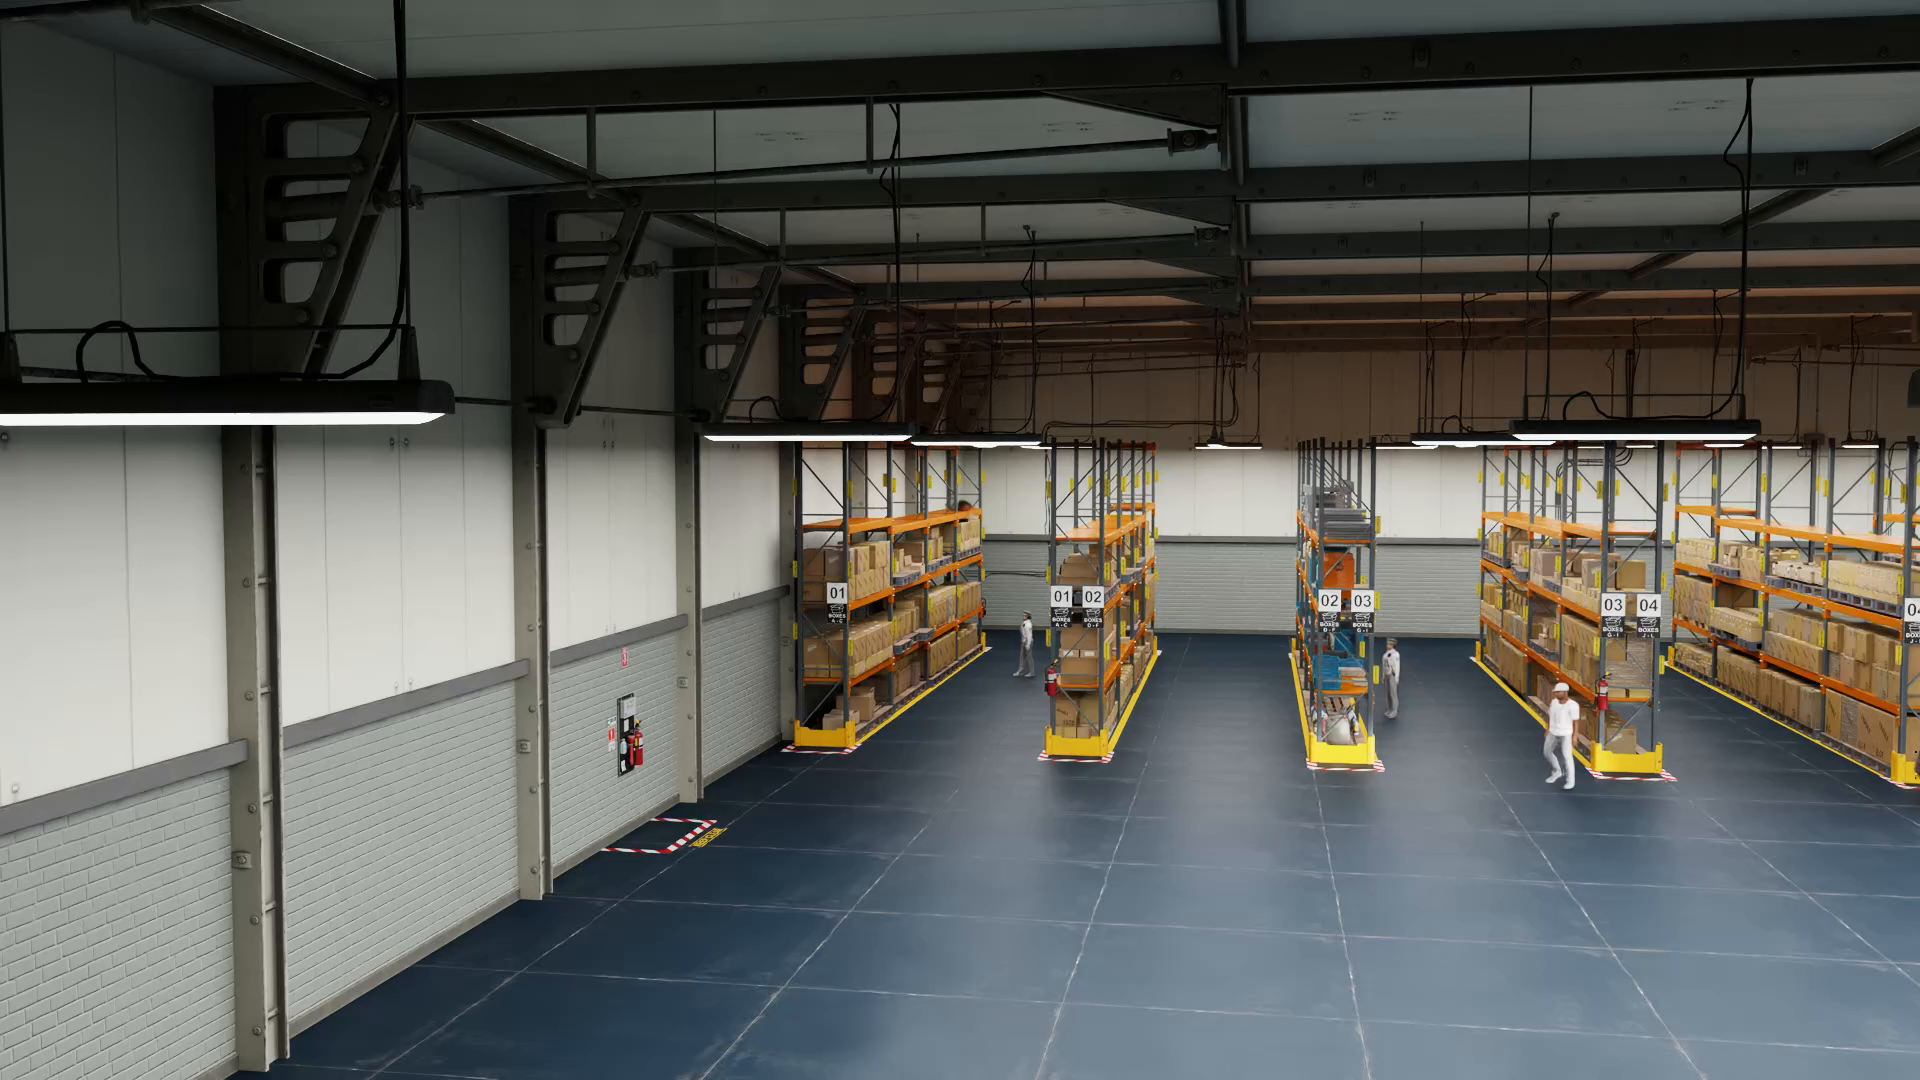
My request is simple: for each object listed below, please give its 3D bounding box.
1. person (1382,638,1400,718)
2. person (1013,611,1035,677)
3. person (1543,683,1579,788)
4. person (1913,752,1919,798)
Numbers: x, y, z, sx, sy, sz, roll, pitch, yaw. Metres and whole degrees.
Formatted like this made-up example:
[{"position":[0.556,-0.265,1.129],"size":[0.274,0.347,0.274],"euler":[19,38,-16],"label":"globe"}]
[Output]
[{"position":[9.331,2.976,36.073],"size":[0.406,1.700,0.585],"euler":[-1,3,-14],"label":"person"},{"position":[1.636,2.649,42.415],"size":[0.530,1.699,0.507],"euler":[0,3,-8],"label":"person"},{"position":[10.273,3.317,28.410],"size":[0.423,1.774,0.609],"euler":[-2,4,-32],"label":"person"},{"position":[15.872,3.423,27.004],"size":[0.406,1.713,0.638],"euler":[-1,3,-11],"label":"person"}]
